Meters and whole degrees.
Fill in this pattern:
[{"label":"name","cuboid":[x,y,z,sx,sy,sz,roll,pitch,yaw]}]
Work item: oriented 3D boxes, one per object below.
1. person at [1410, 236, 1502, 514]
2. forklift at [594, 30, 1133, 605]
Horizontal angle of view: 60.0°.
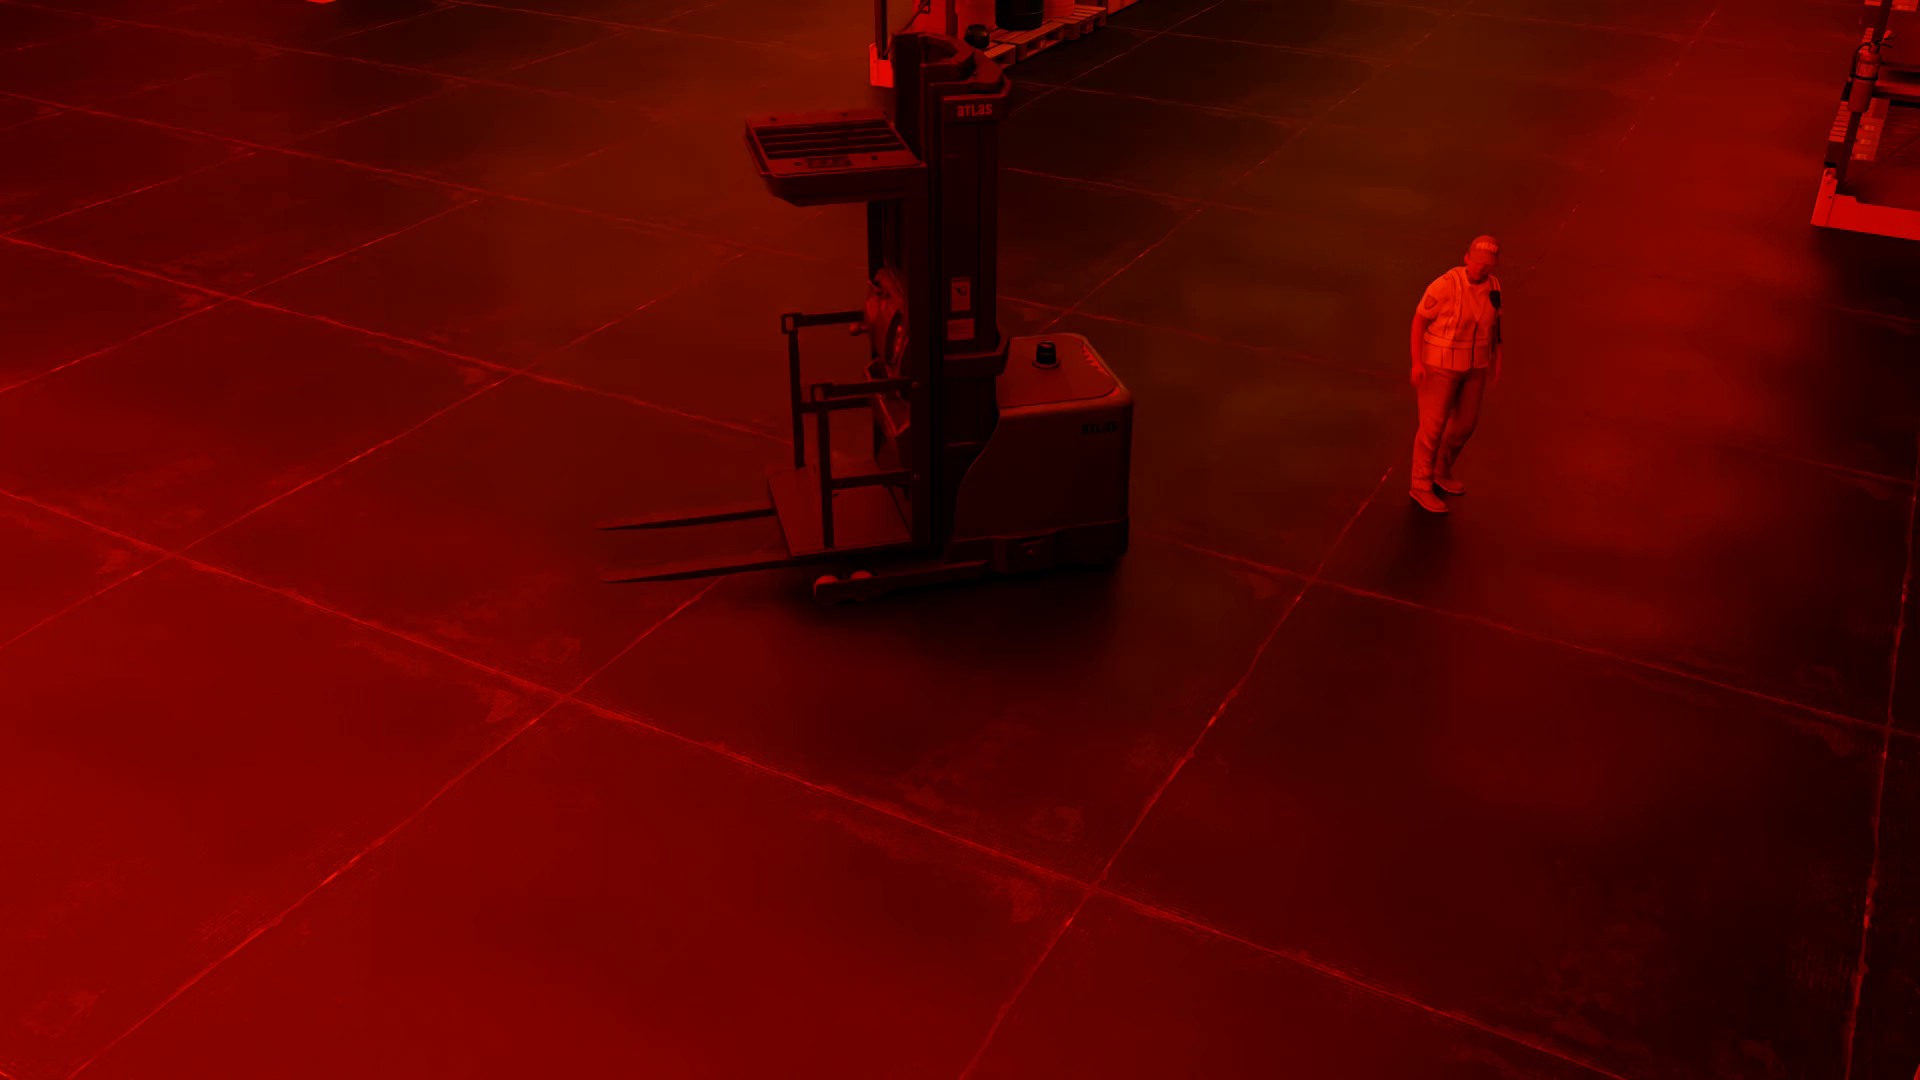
[{"label":"person","cuboid":[3.051,-1.028,10.122,0.643,1.665,0.521,-11,32,-19]},{"label":"forklift","cuboid":[-0.592,-1.193,9.138,3.031,2.935,1.130,-7,31,-12]}]
